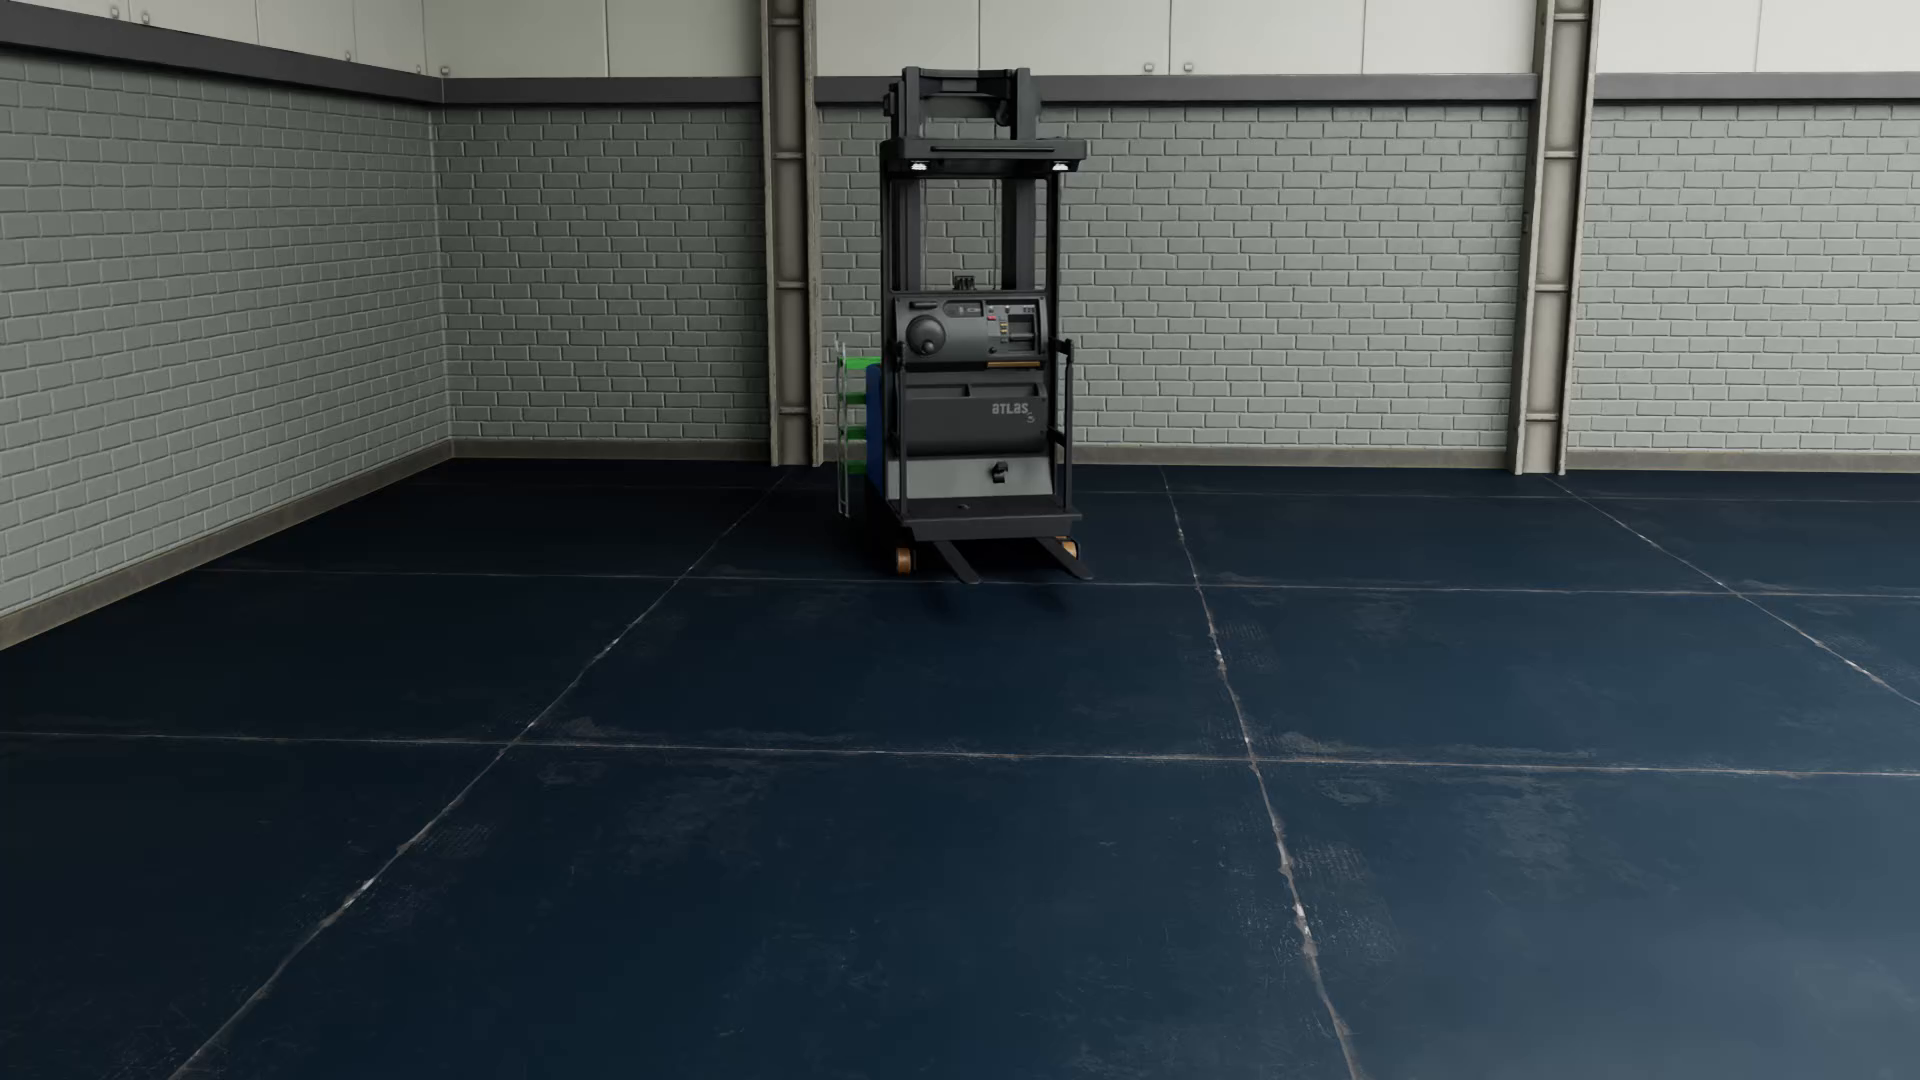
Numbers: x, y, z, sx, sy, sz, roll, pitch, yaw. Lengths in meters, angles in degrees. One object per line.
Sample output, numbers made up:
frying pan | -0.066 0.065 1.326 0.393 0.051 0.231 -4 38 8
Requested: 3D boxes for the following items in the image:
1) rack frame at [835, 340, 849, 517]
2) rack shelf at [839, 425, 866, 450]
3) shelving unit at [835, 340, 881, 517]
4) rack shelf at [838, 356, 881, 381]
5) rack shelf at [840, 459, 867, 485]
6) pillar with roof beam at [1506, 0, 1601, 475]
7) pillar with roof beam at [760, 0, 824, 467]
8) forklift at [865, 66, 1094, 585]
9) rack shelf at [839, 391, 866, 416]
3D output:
rack frame | -0.818 -0.771 11.509 0.015 1.200 0.240 -4 11 -17
rack shelf | -0.585 -0.724 11.593 0.480 0.148 0.258 -4 11 -17
shelving unit | -0.586 -0.786 11.581 0.503 1.200 0.258 -4 11 -17
rack shelf | -0.589 -1.195 11.505 0.480 0.148 0.258 -4 11 -17
rack shelf | -0.584 -0.488 11.637 0.480 0.148 0.258 -4 11 -17
pillar with roof beam | 4.349 -4.079 8.287 0.400 9.000 9.100 1 12 4
pillar with roof beam | -1.637 -4.161 8.680 0.400 9.000 9.100 1 12 4
forklift | 0.107 -1.309 9.866 1.130 2.935 3.031 -2 12 -10
rack shelf | -0.587 -0.959 11.549 0.480 0.148 0.258 -4 11 -17
